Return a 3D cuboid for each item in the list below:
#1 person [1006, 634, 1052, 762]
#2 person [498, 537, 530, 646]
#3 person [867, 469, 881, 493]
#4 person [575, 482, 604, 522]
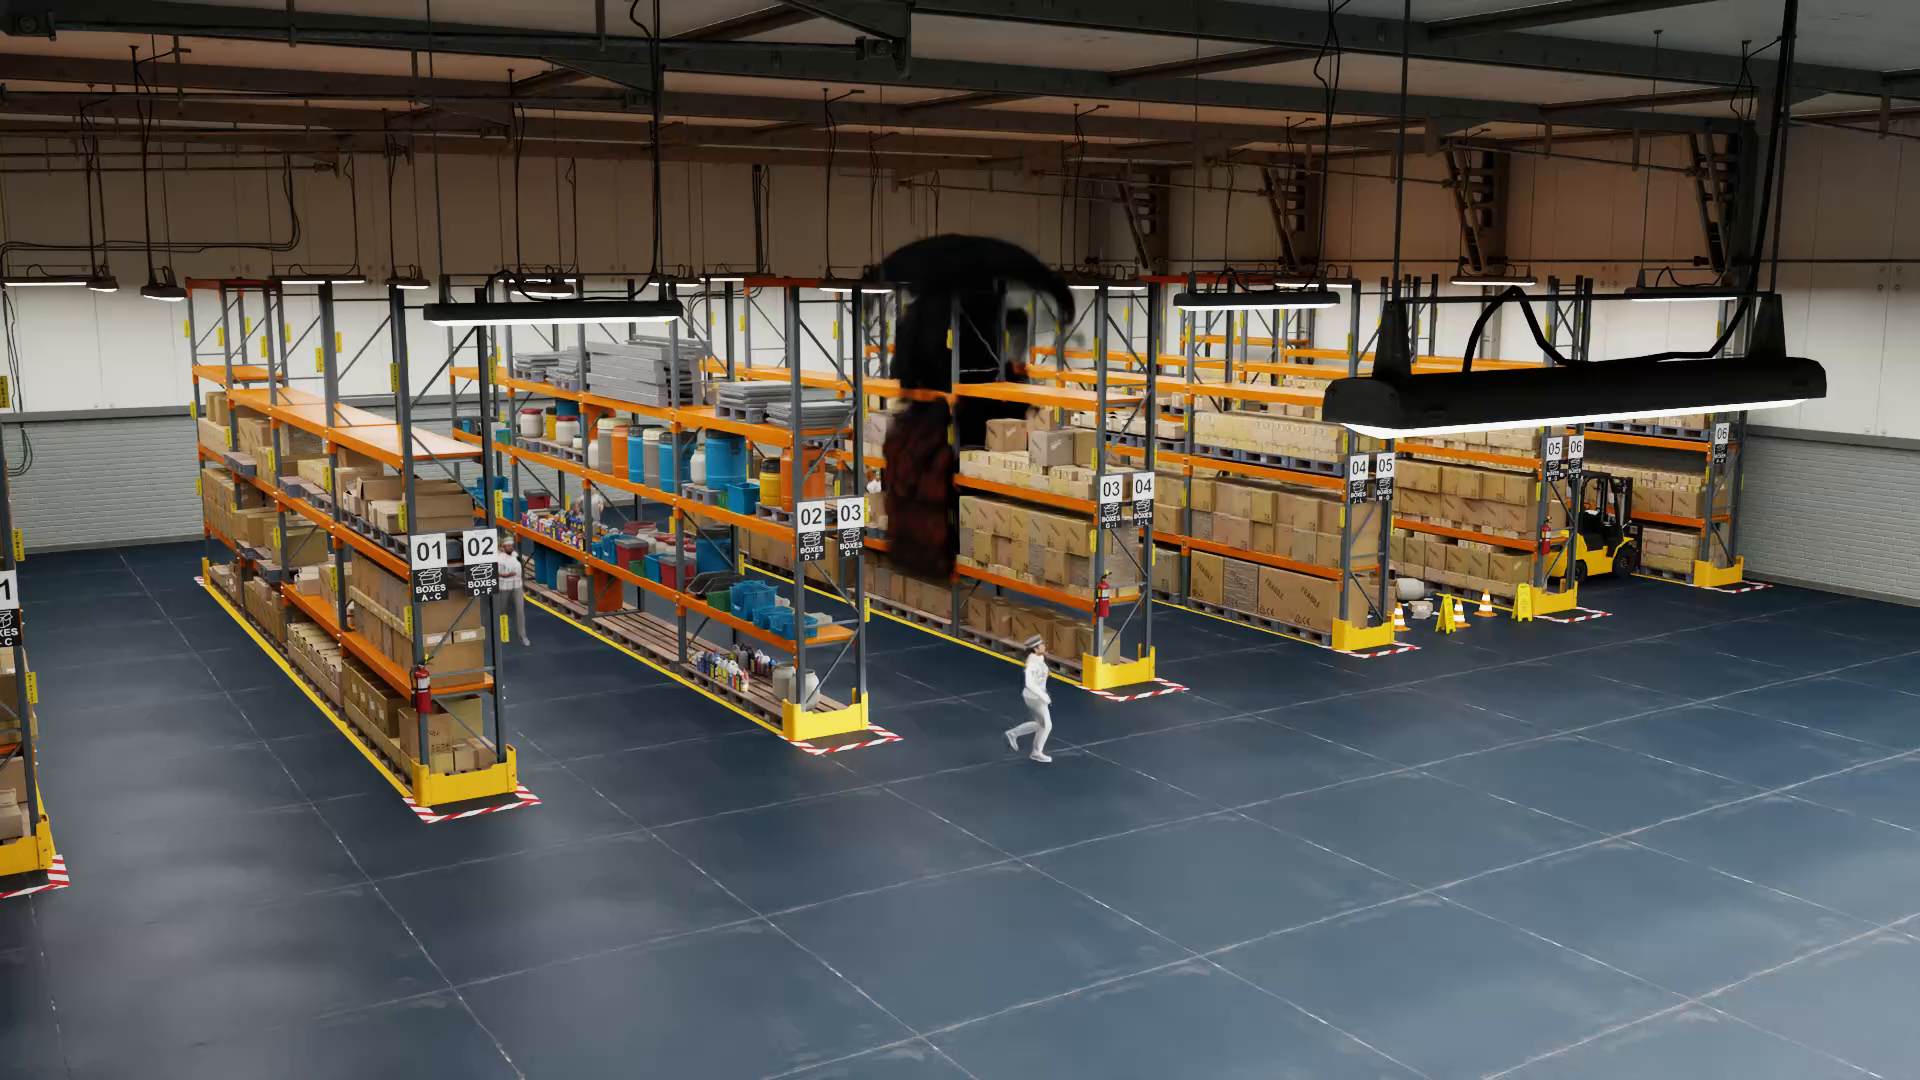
[{"bbox_3d":[0.879,2.003,21.184,0.598,1.661,0.647,0,10,2],"label":"person"},{"bbox_3d":[-7.100,0.805,26.289,0.575,1.743,0.842,-8,13,-40],"label":"person"},{"bbox_3d":[-1.851,-0.757,37.465,0.573,1.737,0.809,-5,11,-26],"label":"person"},{"bbox_3d":[-7.825,-0.401,35.392,0.701,1.683,0.539,9,13,41],"label":"person"}]
